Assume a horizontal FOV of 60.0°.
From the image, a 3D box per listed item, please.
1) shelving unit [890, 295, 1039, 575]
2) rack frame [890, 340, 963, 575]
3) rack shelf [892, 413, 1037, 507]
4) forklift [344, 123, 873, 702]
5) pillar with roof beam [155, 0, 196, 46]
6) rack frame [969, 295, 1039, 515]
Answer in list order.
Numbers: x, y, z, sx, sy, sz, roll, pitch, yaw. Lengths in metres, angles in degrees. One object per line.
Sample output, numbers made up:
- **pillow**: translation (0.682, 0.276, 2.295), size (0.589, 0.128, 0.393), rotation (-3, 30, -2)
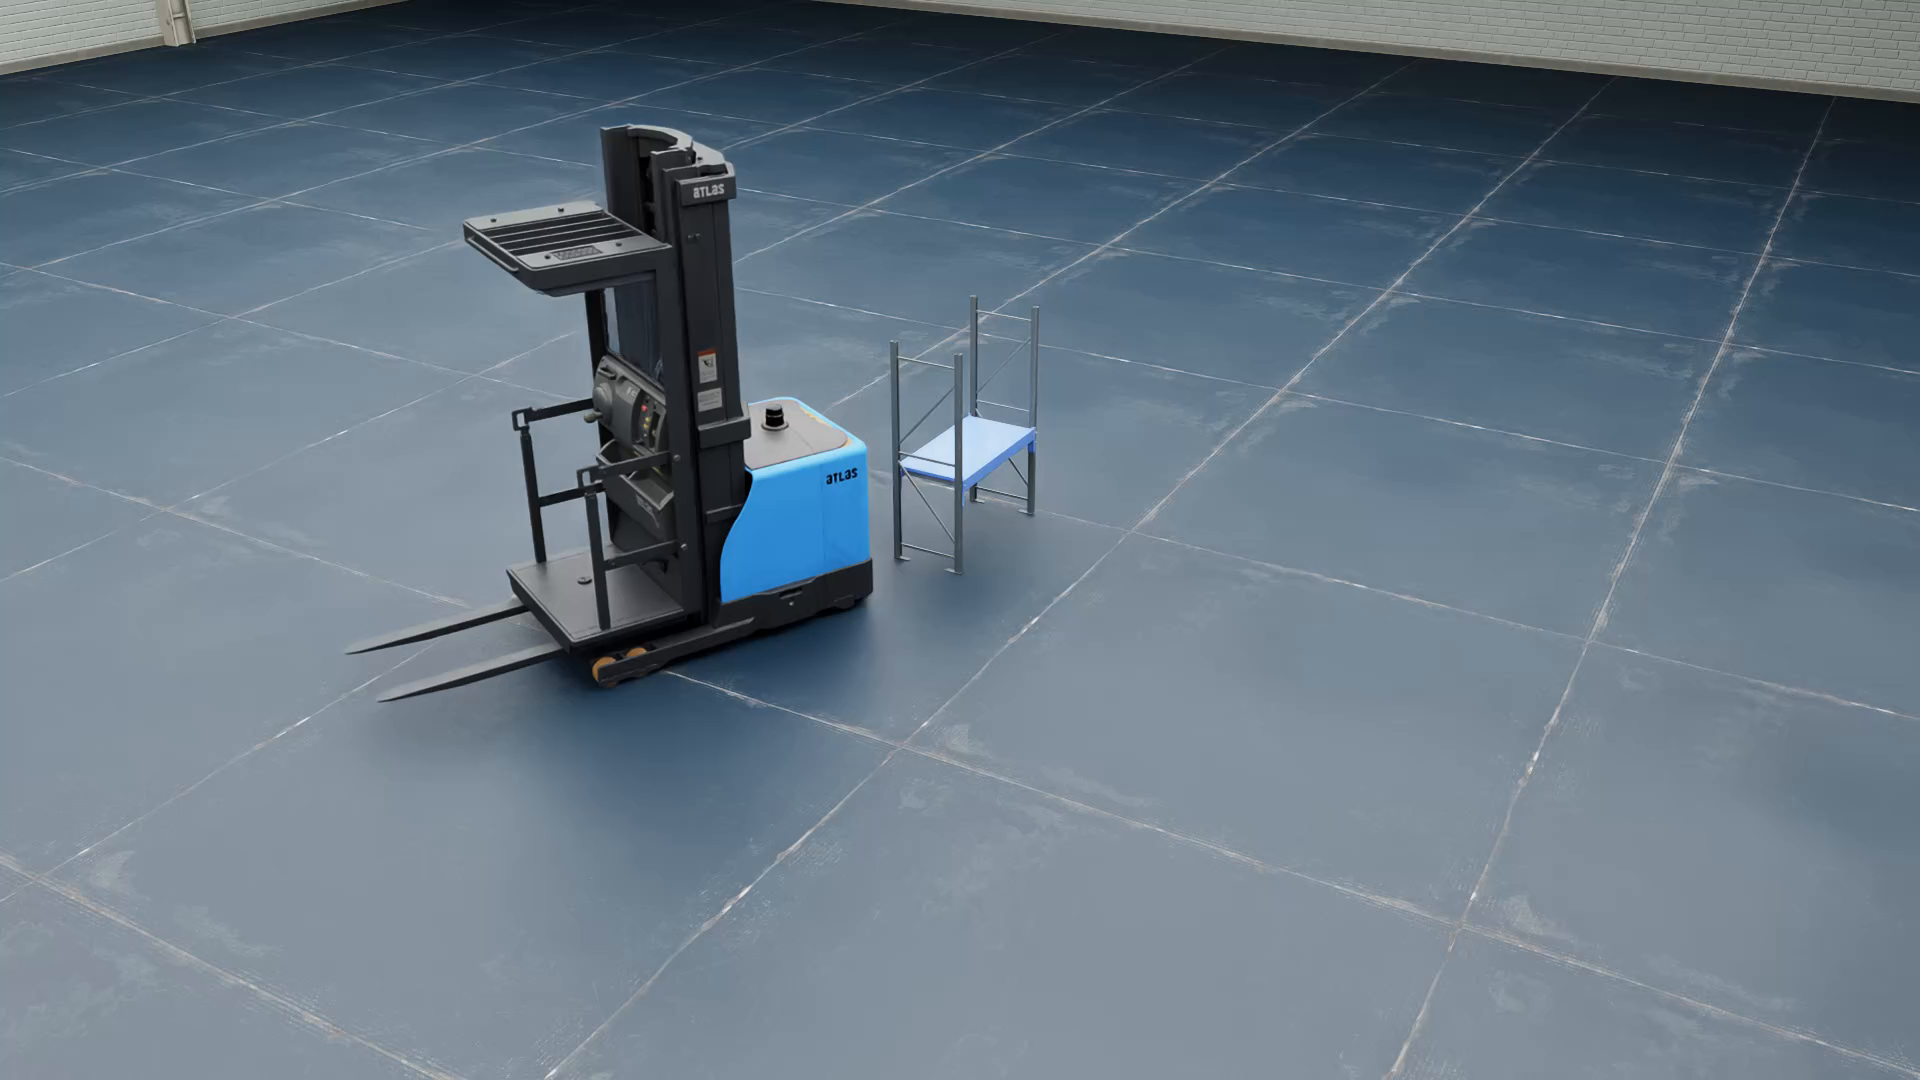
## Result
- **shelving unit**: translation (0.042, -0.704, 10.901), size (0.538, 1.500, 1.048), rotation (14, 30, 26)
- **rack frame**: translation (-0.208, -0.506, 10.505), size (0.500, 1.500, 0.032), rotation (14, 30, 26)
- **rack shelf**: translation (0.042, -0.543, 10.981), size (0.538, 0.185, 1.000), rotation (14, 30, 26)
- **forklift**: translation (-2.052, -0.741, 9.377), size (3.031, 2.935, 1.130), rotation (-17, 31, -30)
- **pillar with roof beam**: translation (-9.226, -11.334, 23.759), size (9.100, 9.000, 0.400), rotation (14, 30, 26)
- **rack frame**: translation (0.292, -0.902, 11.296), size (0.500, 1.500, 0.032), rotation (14, 30, 26)
